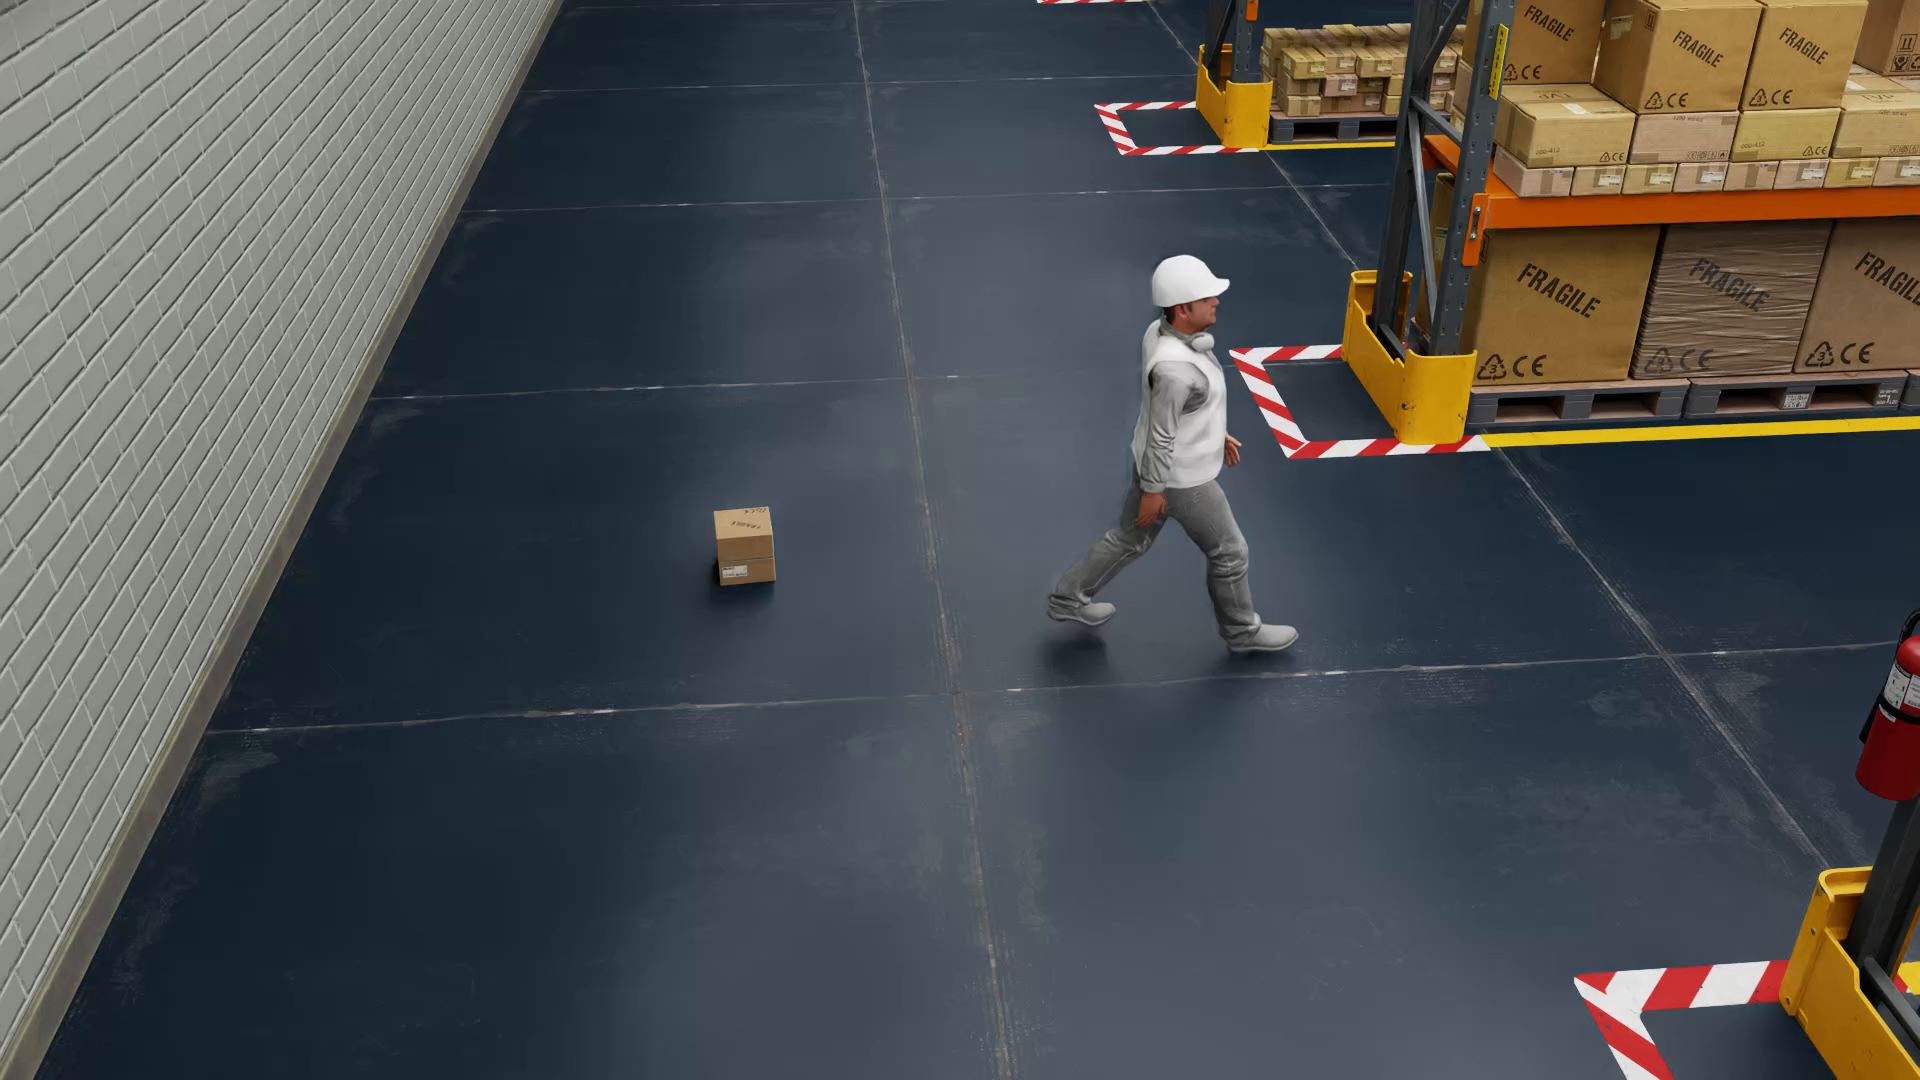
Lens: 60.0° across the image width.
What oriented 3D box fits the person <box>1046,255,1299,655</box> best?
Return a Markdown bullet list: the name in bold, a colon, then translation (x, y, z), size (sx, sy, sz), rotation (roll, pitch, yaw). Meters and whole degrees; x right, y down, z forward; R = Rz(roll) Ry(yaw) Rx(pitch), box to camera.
- **person**: translation (0.893, -0.321, 6.648), size (1.054, 1.724, 0.546), rotation (-1, 31, -2)
